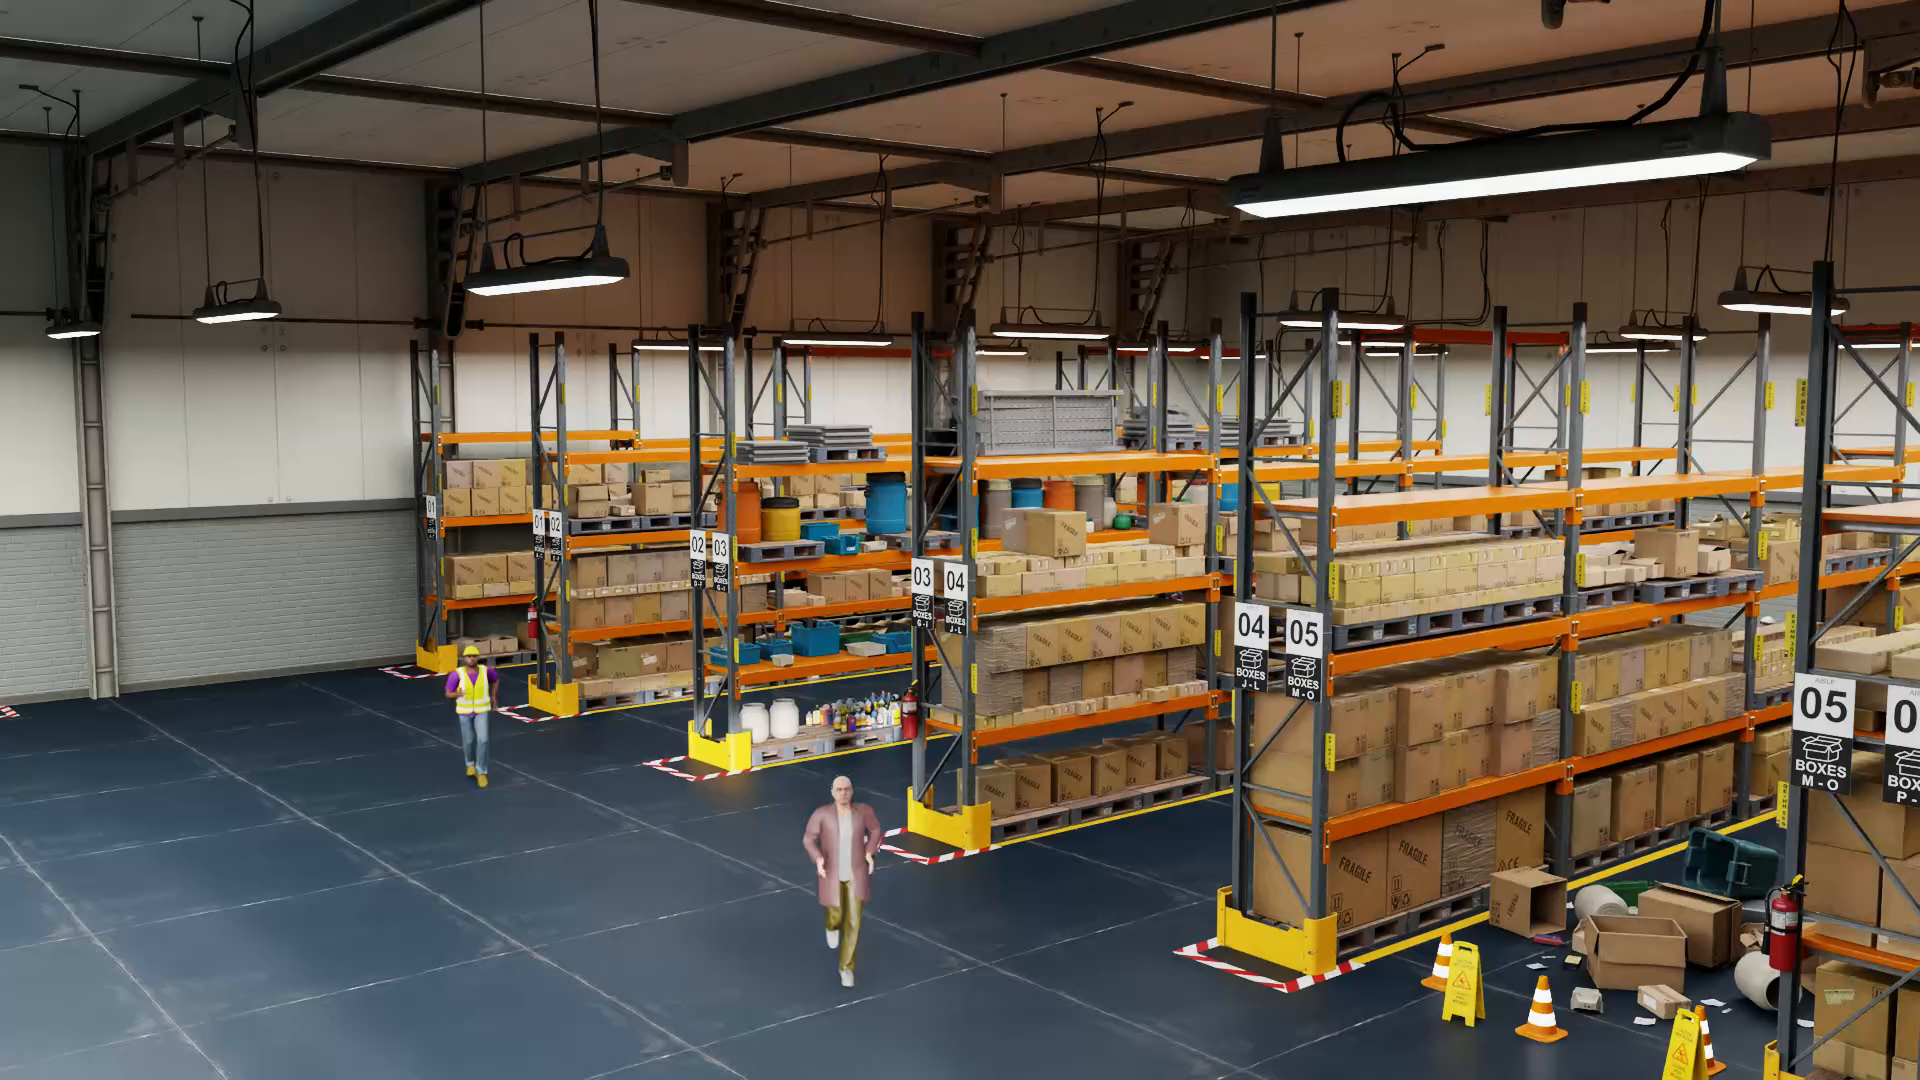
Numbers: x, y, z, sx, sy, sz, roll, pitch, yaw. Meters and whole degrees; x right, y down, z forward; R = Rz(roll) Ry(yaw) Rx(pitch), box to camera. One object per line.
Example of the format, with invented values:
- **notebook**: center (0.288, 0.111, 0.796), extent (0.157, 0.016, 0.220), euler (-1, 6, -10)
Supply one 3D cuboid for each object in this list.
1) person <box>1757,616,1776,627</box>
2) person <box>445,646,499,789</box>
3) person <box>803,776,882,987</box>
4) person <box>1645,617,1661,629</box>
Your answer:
- **person**: center (12.026, 2.005, 24.806), extent (0.624, 1.747, 0.668), euler (-4, 7, -36)
- **person**: center (-6.341, 2.275, 21.648), extent (0.682, 1.820, 0.766), euler (-2, 6, -17)
- **person**: center (-1.027, 2.949, 14.668), extent (0.710, 1.766, 0.882), euler (-1, 5, -10)
- **person**: center (10.687, 1.964, 25.562), extent (0.855, 1.712, 0.581), euler (-5, 7, -42)
